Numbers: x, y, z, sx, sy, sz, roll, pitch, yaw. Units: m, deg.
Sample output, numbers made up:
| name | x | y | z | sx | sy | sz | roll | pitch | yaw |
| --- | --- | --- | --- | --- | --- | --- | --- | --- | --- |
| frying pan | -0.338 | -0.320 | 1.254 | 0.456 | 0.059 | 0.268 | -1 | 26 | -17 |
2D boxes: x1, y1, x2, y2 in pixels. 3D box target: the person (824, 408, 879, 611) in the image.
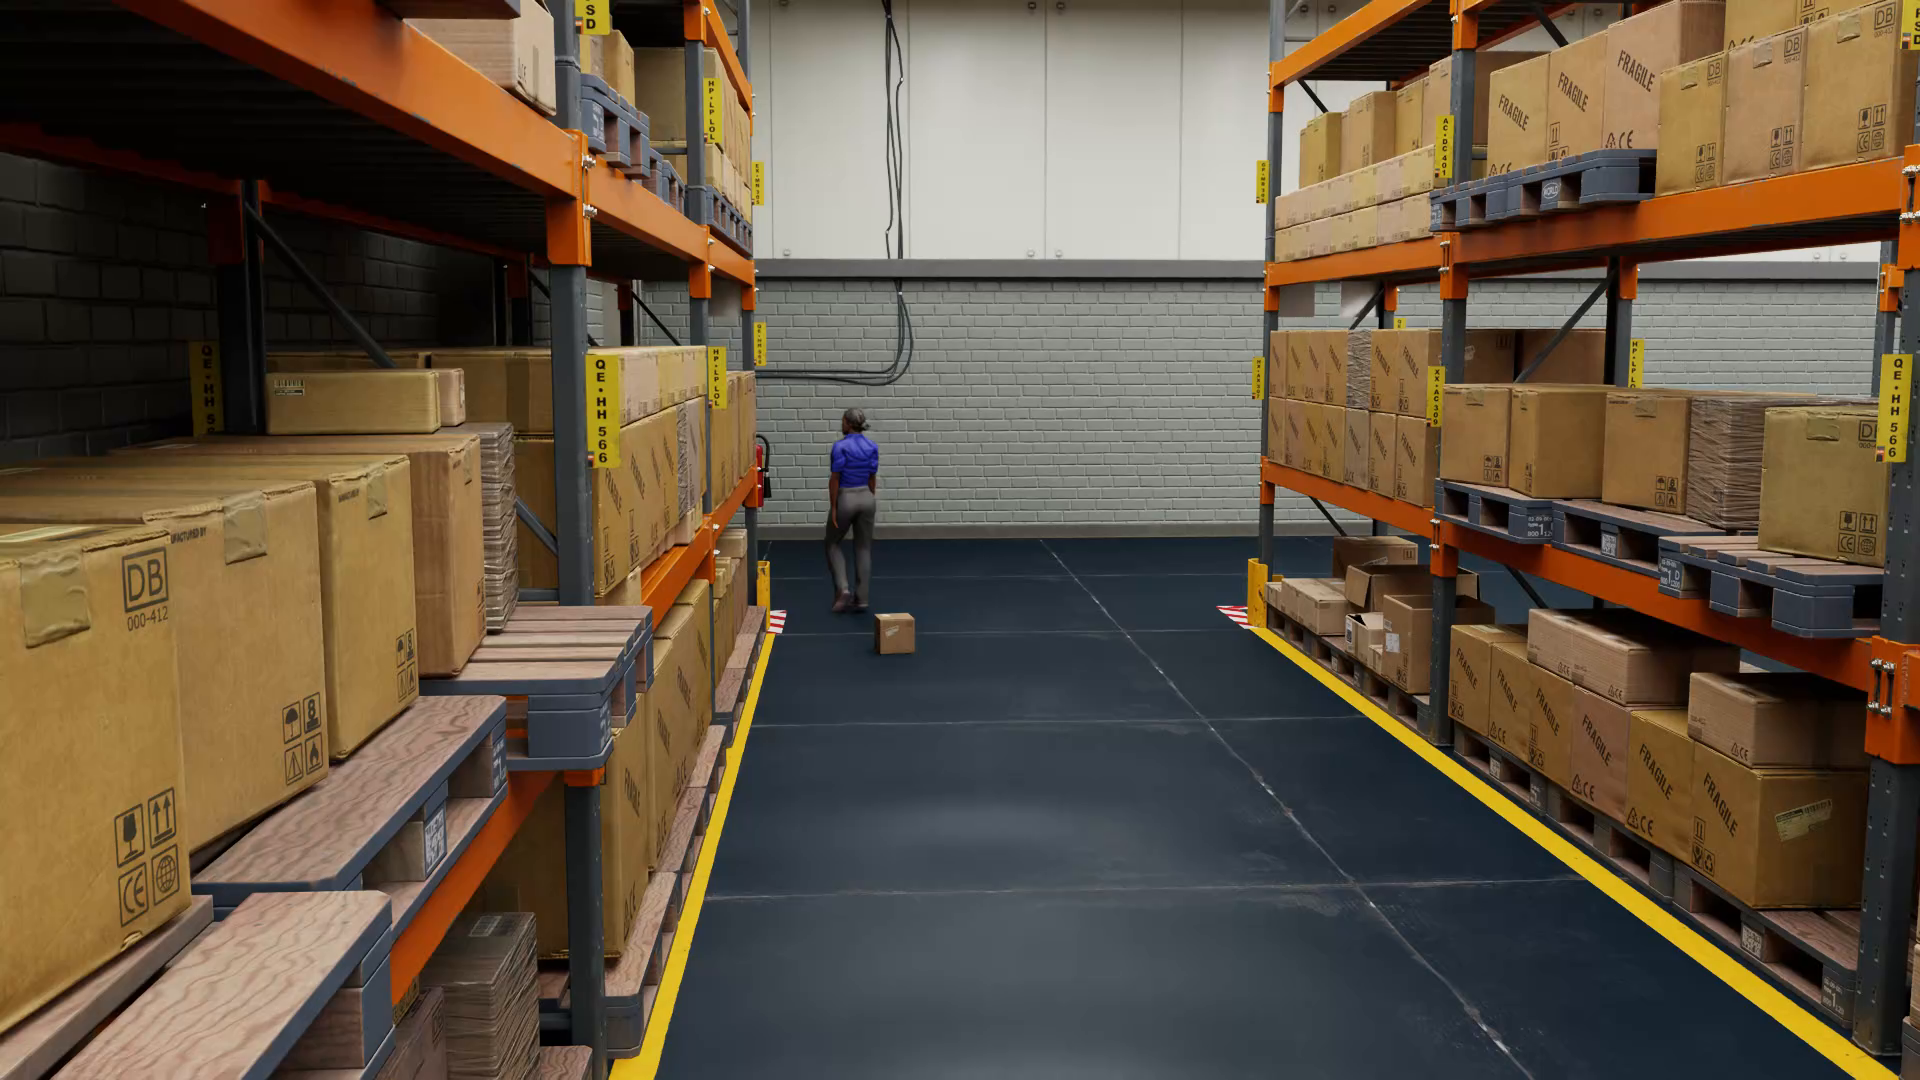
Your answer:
| name | x | y | z | sx | sy | sz | roll | pitch | yaw |
| --- | --- | --- | --- | --- | --- | --- | --- | --- | --- |
| person | -0.902 | -0.240 | 13.699 | 0.452 | 1.706 | 0.407 | -3 | 8 | -23 |
